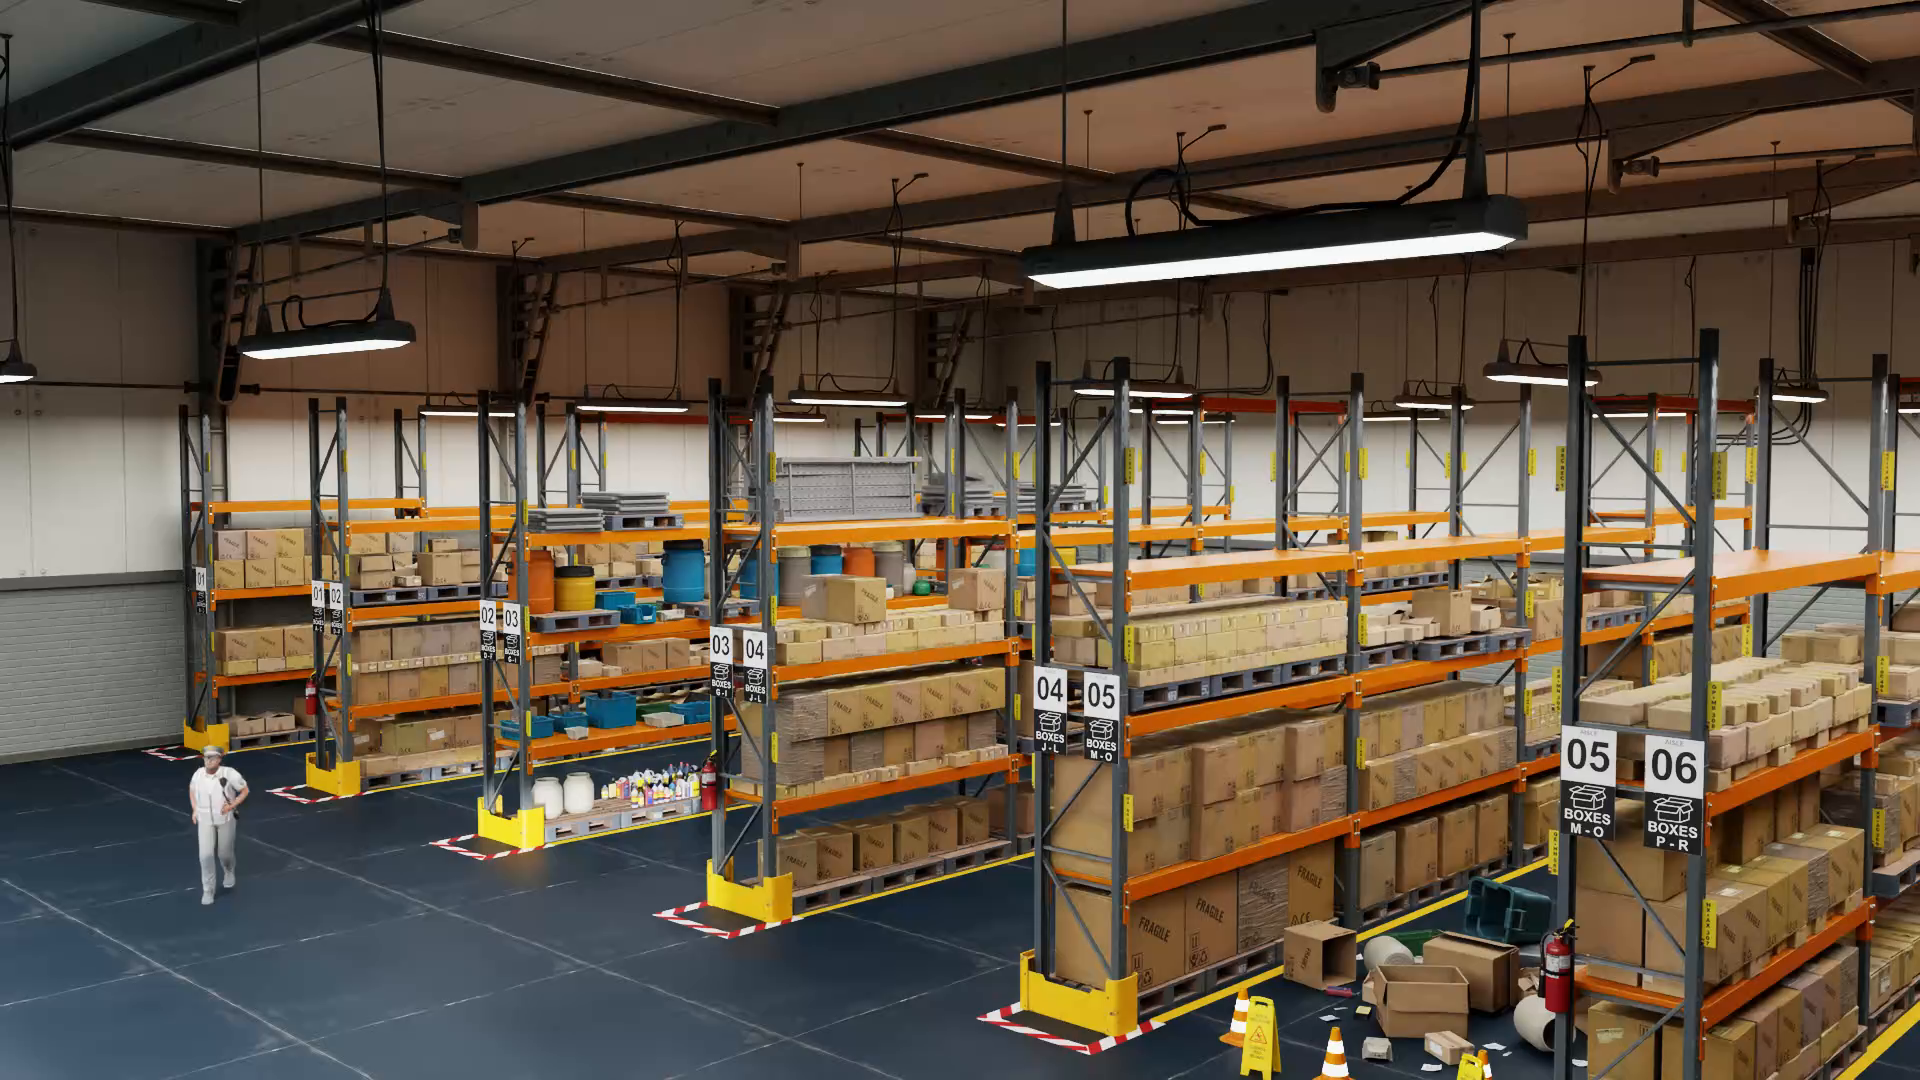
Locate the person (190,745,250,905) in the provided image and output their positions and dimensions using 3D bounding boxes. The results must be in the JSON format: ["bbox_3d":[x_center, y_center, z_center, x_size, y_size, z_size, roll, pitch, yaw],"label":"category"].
[{"bbox_3d":[-8.609,3.272,19.344,0.675,1.845,0.793,-1,3,-11],"label":"person"}]

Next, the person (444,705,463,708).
[{"bbox_3d":[-8.807,2.821,29.020,0.519,1.626,0.797,1,3,26],"label":"person"}]
